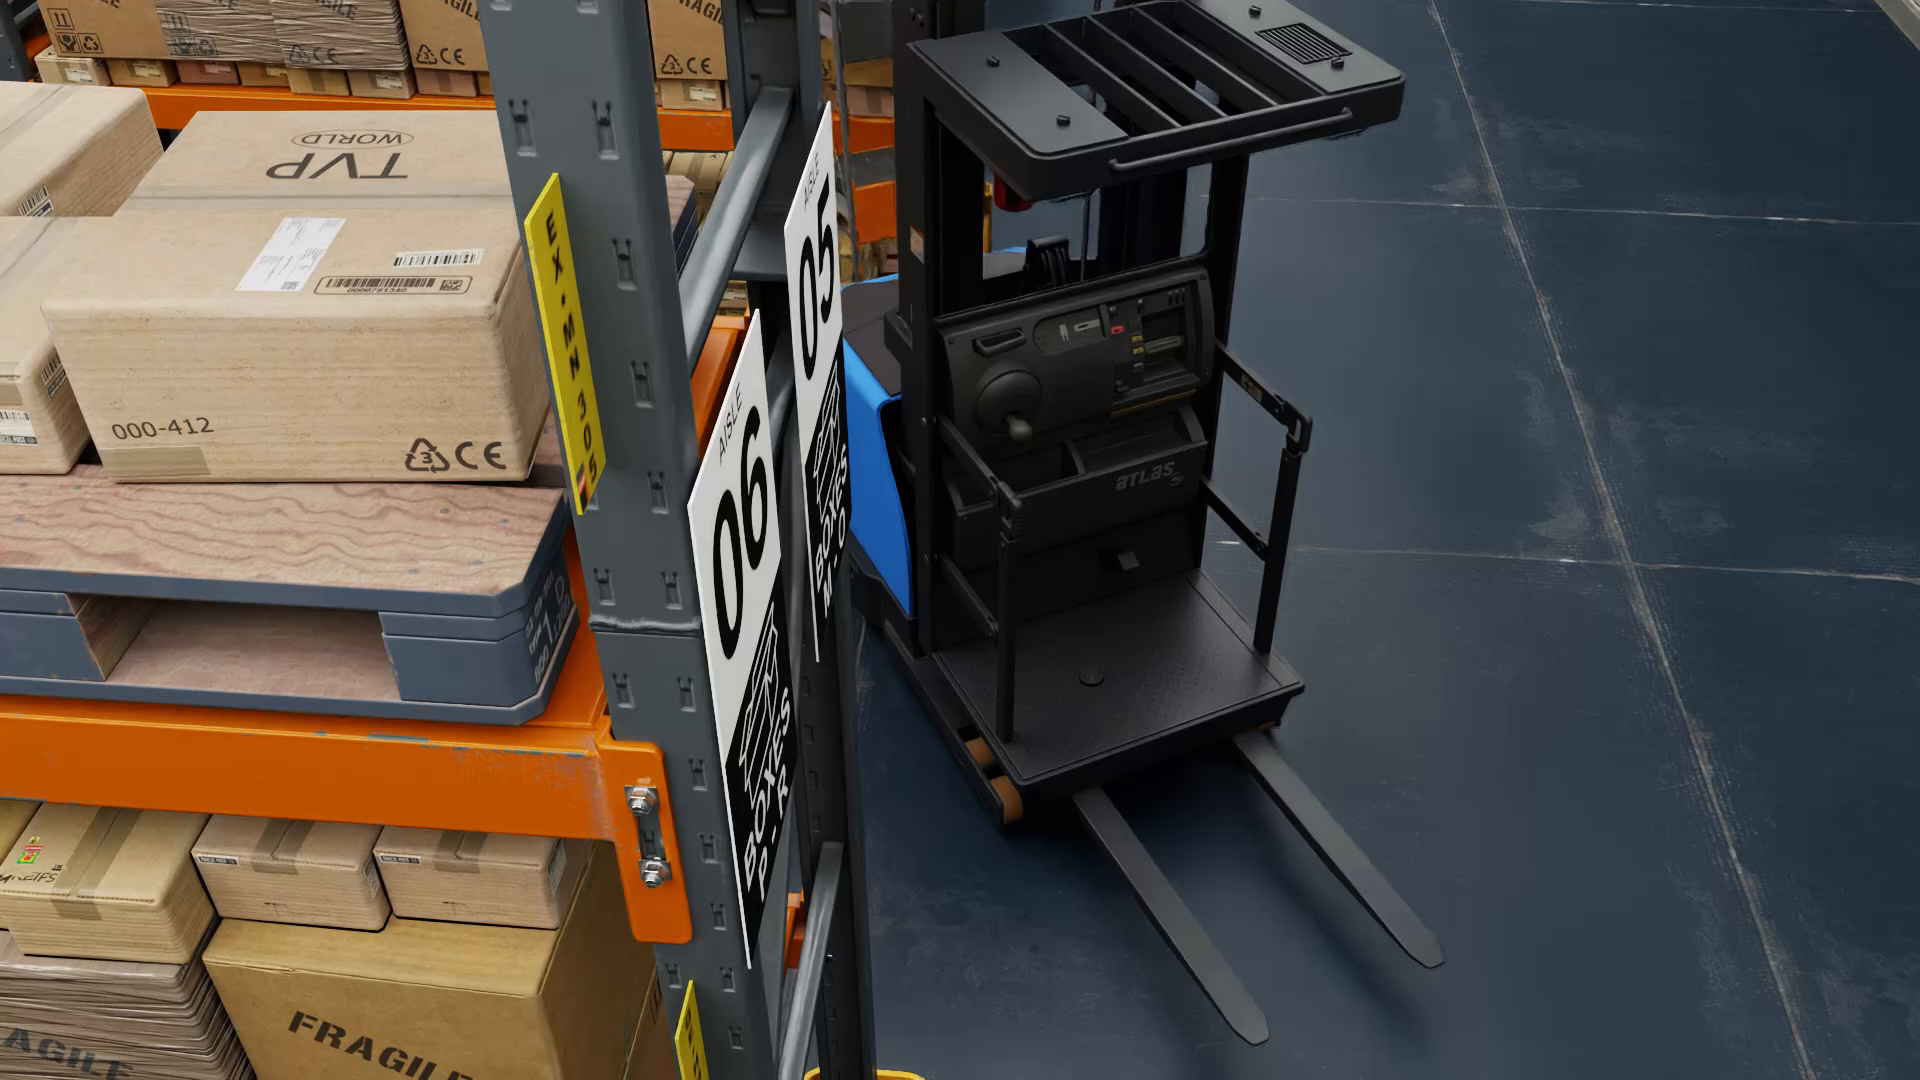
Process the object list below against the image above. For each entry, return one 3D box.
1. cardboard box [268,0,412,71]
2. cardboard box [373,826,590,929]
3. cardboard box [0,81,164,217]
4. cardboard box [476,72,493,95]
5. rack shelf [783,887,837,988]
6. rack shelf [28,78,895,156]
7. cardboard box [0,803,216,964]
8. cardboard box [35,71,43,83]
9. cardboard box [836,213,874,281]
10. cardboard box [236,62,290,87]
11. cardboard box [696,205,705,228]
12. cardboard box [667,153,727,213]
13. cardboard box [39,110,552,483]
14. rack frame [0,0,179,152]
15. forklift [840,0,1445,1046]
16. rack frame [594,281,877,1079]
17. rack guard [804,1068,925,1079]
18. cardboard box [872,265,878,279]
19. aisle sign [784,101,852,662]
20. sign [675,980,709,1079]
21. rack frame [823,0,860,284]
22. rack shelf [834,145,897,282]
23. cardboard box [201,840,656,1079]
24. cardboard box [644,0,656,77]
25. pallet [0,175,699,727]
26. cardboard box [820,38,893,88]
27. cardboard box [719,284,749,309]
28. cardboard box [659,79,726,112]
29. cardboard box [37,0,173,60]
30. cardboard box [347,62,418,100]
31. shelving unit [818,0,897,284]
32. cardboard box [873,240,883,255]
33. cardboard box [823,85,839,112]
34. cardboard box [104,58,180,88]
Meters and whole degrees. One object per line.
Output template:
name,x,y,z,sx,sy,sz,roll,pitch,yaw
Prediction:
cardboard box,-2.505,-2.277,6.857,0.500,0.500,0.500,2,39,3
cardboard box,-0.685,0.384,2.518,0.250,0.149,0.380,4,39,4
cardboard box,-1.375,-0.516,2.419,0.250,0.149,0.380,4,39,5
cardboard box,-1.875,-2.036,7.074,0.250,0.149,0.380,4,39,5
rack shelf,-2.303,1.125,3.561,4.000,0.370,1.077,3,39,4
rack shelf,-1.977,-1.993,7.393,4.000,0.370,1.077,3,39,4
cardboard box,-1.205,0.424,2.468,0.250,0.149,0.380,3,39,3
cardboard box,-4.682,-2.072,7.973,0.500,0.250,0.500,2,39,2
cardboard box,-0.533,-1.321,7.451,0.250,0.149,0.380,4,39,4
cardboard box,-2.911,-2.095,7.147,0.250,0.149,0.380,2,39,2
cardboard box,-1.300,-1.359,7.498,0.250,0.149,0.380,2,39,2
cardboard box,-1.256,-1.689,7.903,0.250,0.149,0.380,1,39,2
cardboard box,-0.766,-0.319,2.097,0.500,0.250,0.500,0,39,0
rack frame,-3.969,-2.381,7.299,0.127,3.000,1.000,3,39,4
forklift,0.476,-0.501,5.043,1.130,2.935,3.031,-17,42,-19
rack frame,-0.310,0.955,3.200,0.127,3.000,1.000,3,39,4
rack guard,-0.286,1.926,3.988,0.348,0.500,1.175,3,39,4
cardboard box,-0.526,-1.118,7.673,0.250,0.149,0.380,4,39,5
aisle sign,-0.214,-0.231,2.599,0.004,0.787,0.394,3,39,4
sign,-0.371,0.755,2.342,0.005,0.325,0.100,3,39,4
rack frame,-0.483,-1.242,6.572,0.015,2.100,0.400,-16,34,-19
rack shelf,-0.260,-1.292,6.658,0.480,0.518,0.431,-16,34,-19
cardboard box,-0.811,0.652,2.701,0.500,0.500,0.500,4,39,5
cardboard box,-1.472,-2.233,6.802,0.500,0.500,0.500,3,39,4
pallet,-1.050,-0.208,2.323,1.213,0.211,1.003,3,39,4
cardboard box,-0.454,-2.180,6.737,0.500,0.500,0.500,4,39,5
cardboard box,-1.052,-1.212,7.553,0.250,0.149,0.380,2,39,2
cardboard box,-1.085,-1.947,6.964,0.250,0.149,0.380,4,39,5
cardboard box,-3.497,-2.350,6.946,0.500,0.500,0.500,2,39,3
cardboard box,-2.399,-2.021,7.056,0.250,0.149,0.380,5,39,6
shelving unit,-0.261,-1.304,6.651,0.503,2.100,0.431,-16,34,-19
cardboard box,-0.484,-1.526,7.939,0.250,0.149,0.380,5,39,6
cardboard box,-0.578,-1.943,6.960,0.250,0.149,0.380,3,39,4
cardboard box,-3.451,-2.095,7.147,0.250,0.149,0.380,4,39,5
